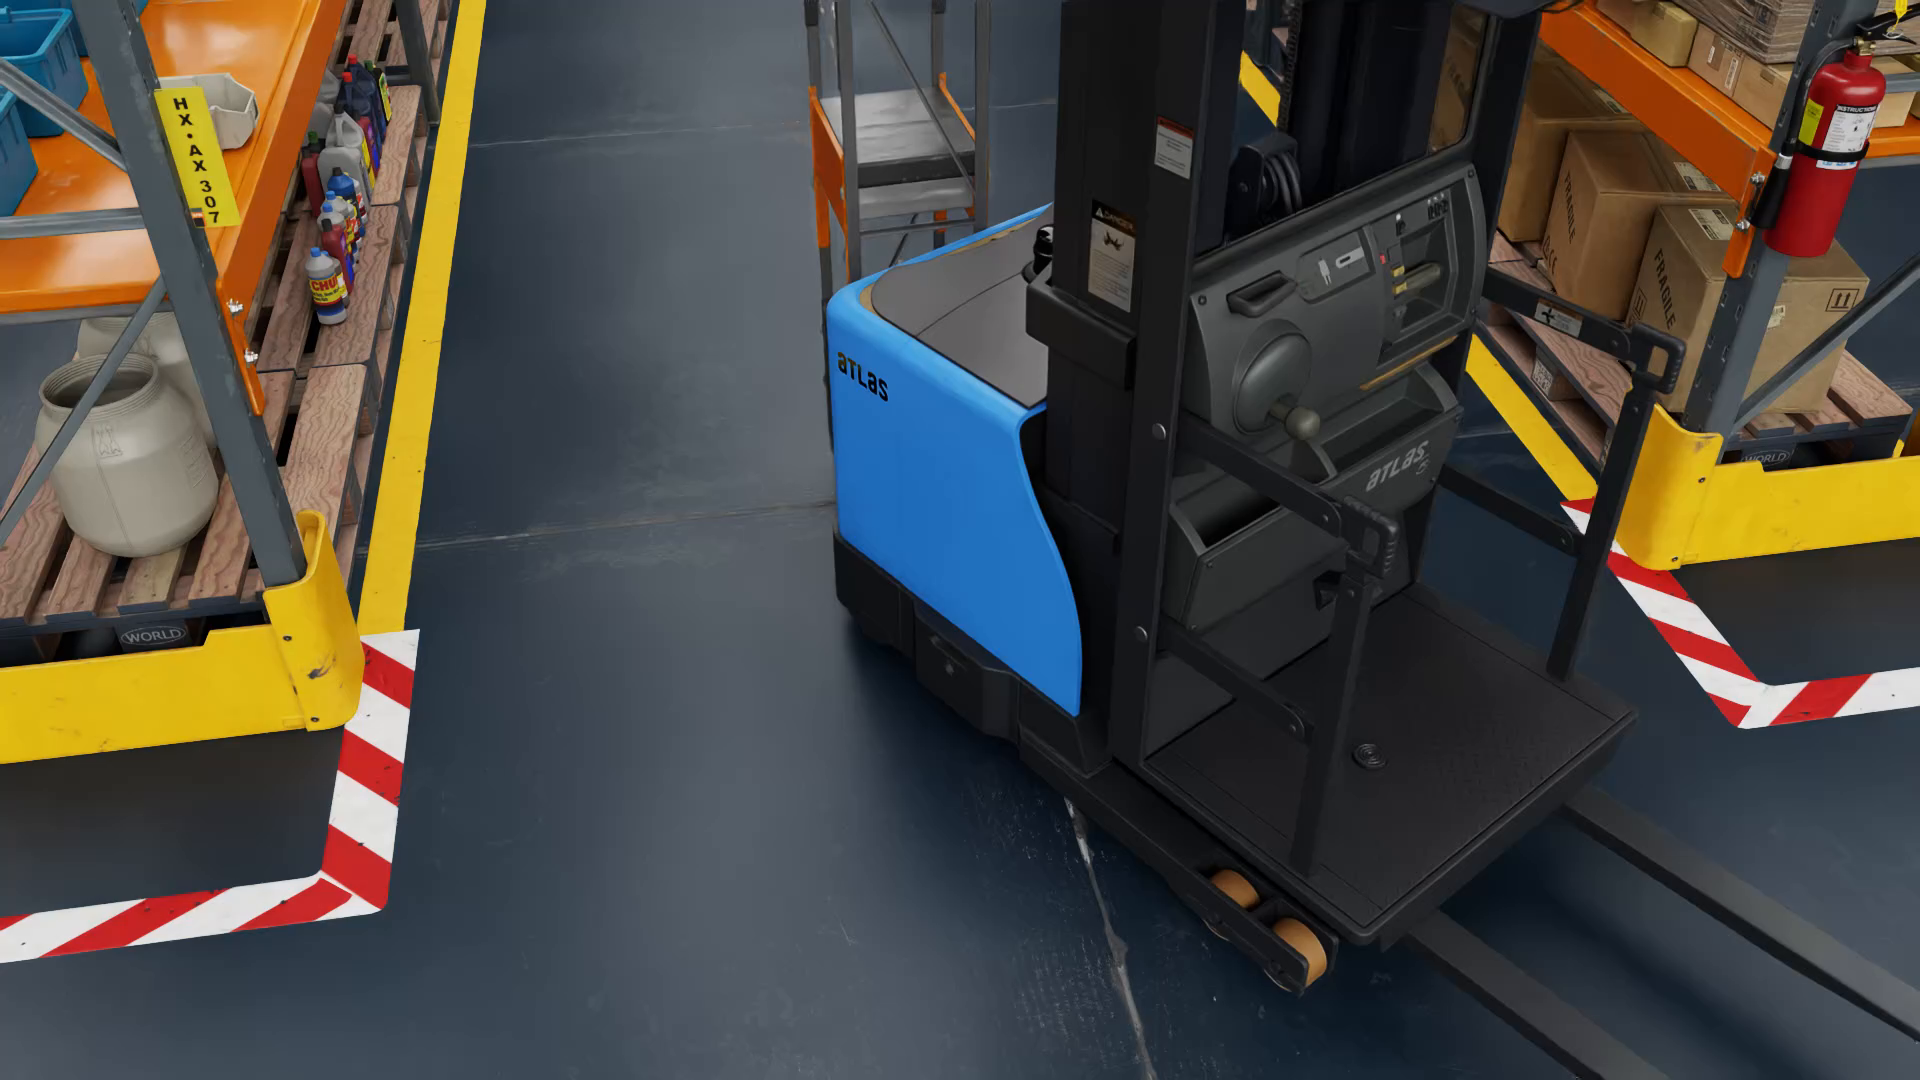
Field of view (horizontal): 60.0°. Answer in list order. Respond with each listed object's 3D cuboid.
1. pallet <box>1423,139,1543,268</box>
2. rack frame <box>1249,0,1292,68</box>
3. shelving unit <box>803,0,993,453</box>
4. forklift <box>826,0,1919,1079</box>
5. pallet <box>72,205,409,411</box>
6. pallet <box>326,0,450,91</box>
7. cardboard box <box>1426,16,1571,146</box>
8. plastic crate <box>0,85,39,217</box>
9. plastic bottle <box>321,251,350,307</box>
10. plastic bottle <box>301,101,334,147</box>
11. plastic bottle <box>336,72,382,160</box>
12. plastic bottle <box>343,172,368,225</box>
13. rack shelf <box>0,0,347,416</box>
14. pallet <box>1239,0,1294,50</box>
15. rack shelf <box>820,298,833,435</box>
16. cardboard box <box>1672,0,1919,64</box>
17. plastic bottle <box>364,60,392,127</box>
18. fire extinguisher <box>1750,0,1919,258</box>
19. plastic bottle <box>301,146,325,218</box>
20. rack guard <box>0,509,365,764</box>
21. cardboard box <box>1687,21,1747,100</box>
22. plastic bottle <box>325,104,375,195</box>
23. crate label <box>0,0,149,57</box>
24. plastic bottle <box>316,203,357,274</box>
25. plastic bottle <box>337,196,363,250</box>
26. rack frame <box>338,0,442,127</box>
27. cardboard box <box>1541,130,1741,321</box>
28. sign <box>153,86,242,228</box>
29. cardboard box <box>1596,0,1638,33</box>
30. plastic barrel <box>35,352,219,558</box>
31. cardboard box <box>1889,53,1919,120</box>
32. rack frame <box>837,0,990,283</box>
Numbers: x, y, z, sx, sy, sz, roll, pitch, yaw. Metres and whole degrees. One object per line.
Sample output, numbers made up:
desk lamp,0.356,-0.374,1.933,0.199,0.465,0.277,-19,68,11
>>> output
pallet,2.327,-1.380,6.854,1.003,0.211,1.213,-6,38,-8
rack frame,1.958,-3.621,7.466,1.000,3.000,0.127,-6,38,-8
shelving unit,-0.181,-1.015,4.845,0.431,2.100,0.503,-9,39,-12
forklift,0.971,-0.458,3.451,1.130,2.935,3.031,-28,46,-31
pallet,-2.625,-0.839,6.158,1.003,0.211,1.213,-6,38,-8
pallet,-3.095,-2.457,8.241,1.003,0.211,1.213,-6,38,-8
cardboard box,2.282,-1.842,6.872,0.500,0.500,0.500,-9,39,-12
plastic crate,-2.600,-0.884,4.064,0.499,0.251,0.616,-6,38,-8
plastic bottle,-2.247,-0.932,5.927,0.097,0.201,0.097,0,38,0
plastic bottle,-2.630,-1.682,6.831,0.152,0.276,0.135,-6,38,-8
plastic bottle,-2.488,-1.742,6.848,0.144,0.351,0.185,-8,39,-10
plastic bottle,-2.359,-1.321,6.428,0.097,0.201,0.097,0,38,0
rack shelf,-2.568,-1.596,5.446,1.077,0.370,4.000,-6,38,-8
pallet,1.820,-2.990,8.927,1.003,0.211,1.213,-6,38,-8
rack shelf,-0.181,-0.451,5.282,0.431,0.518,0.480,-9,39,-12
cardboard box,2.589,-1.697,4.666,0.875,0.500,0.500,-6,38,-8
plastic bottle,-2.510,-1.934,7.151,0.061,0.283,0.133,-4,38,-6
fire extinguisher,2.225,-1.056,4.227,0.296,0.674,0.183,-6,38,-8
plastic bottle,-2.512,-1.410,6.476,0.061,0.283,0.133,-6,38,-8
rack guard,-2.277,0.274,4.490,1.175,0.500,0.348,-6,38,-8
cardboard box,2.362,-1.407,4.821,0.380,0.149,0.250,-6,38,-8
plastic bottle,-2.432,-1.547,6.597,0.144,0.351,0.185,-6,38,-8
crate label,-2.806,-1.769,5.053,0.502,0.435,0.616,-6,38,-8
plastic bottle,-2.289,-1.104,6.092,0.097,0.271,0.097,0,38,0
plastic bottle,-2.323,-1.197,6.268,0.097,0.201,0.097,0,38,0
rack frame,-2.919,-3.089,6.781,1.000,3.000,0.127,-6,38,-8
cardboard box,2.427,-1.120,5.942,0.500,0.500,0.500,3,38,4
sign,-1.675,-0.838,3.659,0.100,0.325,0.005,-6,38,-8
cardboard box,2.239,-1.705,5.205,0.380,0.149,0.250,-6,38,-8
plastic barrel,-2.408,-0.245,4.806,0.421,0.512,0.421,0,38,0
cardboard box,2.844,-1.304,4.688,0.380,0.149,0.250,-6,38,-8
rack frame,-0.118,-0.870,4.658,0.400,2.100,0.015,-9,39,-12
